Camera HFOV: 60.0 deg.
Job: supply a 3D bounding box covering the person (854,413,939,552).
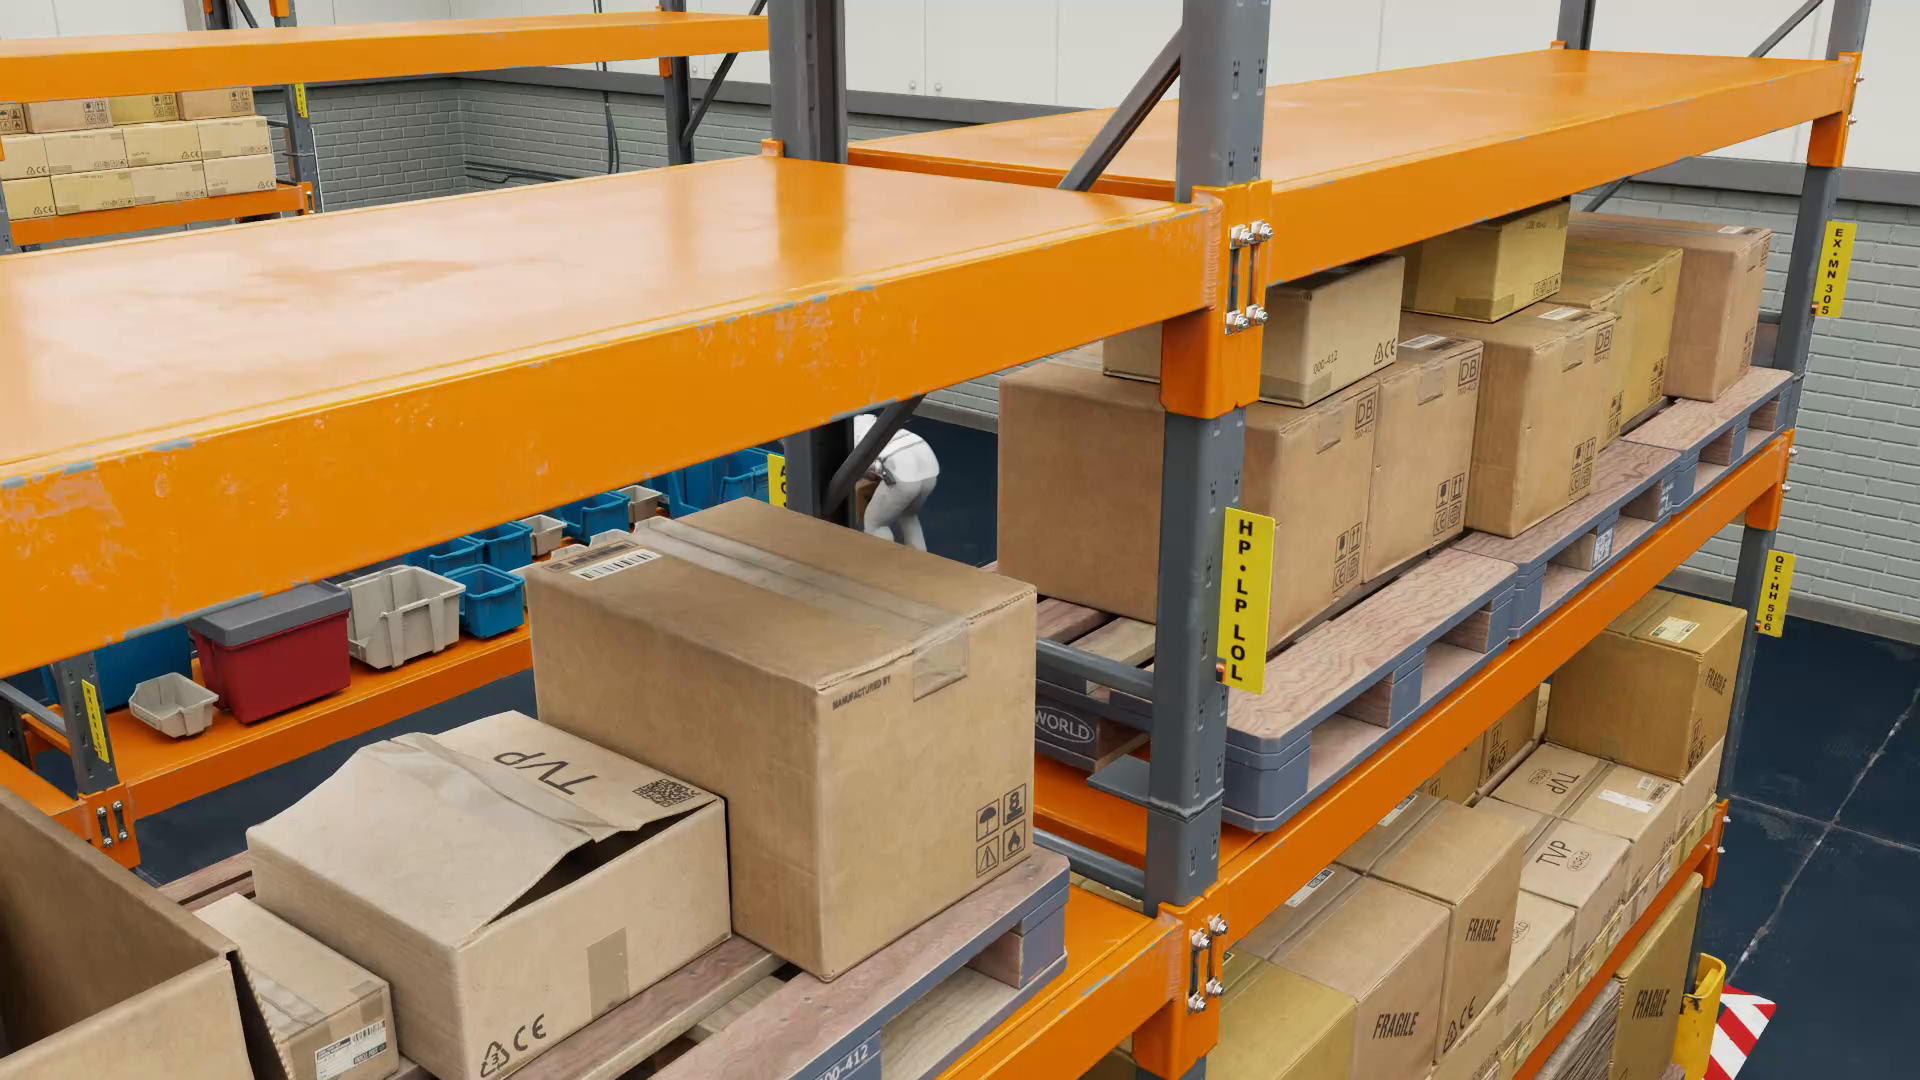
[{"bbox_3d":[-0.613,-0.352,12.176,0.998,1.312,0.498,15,25,35],"label":"person"}]
